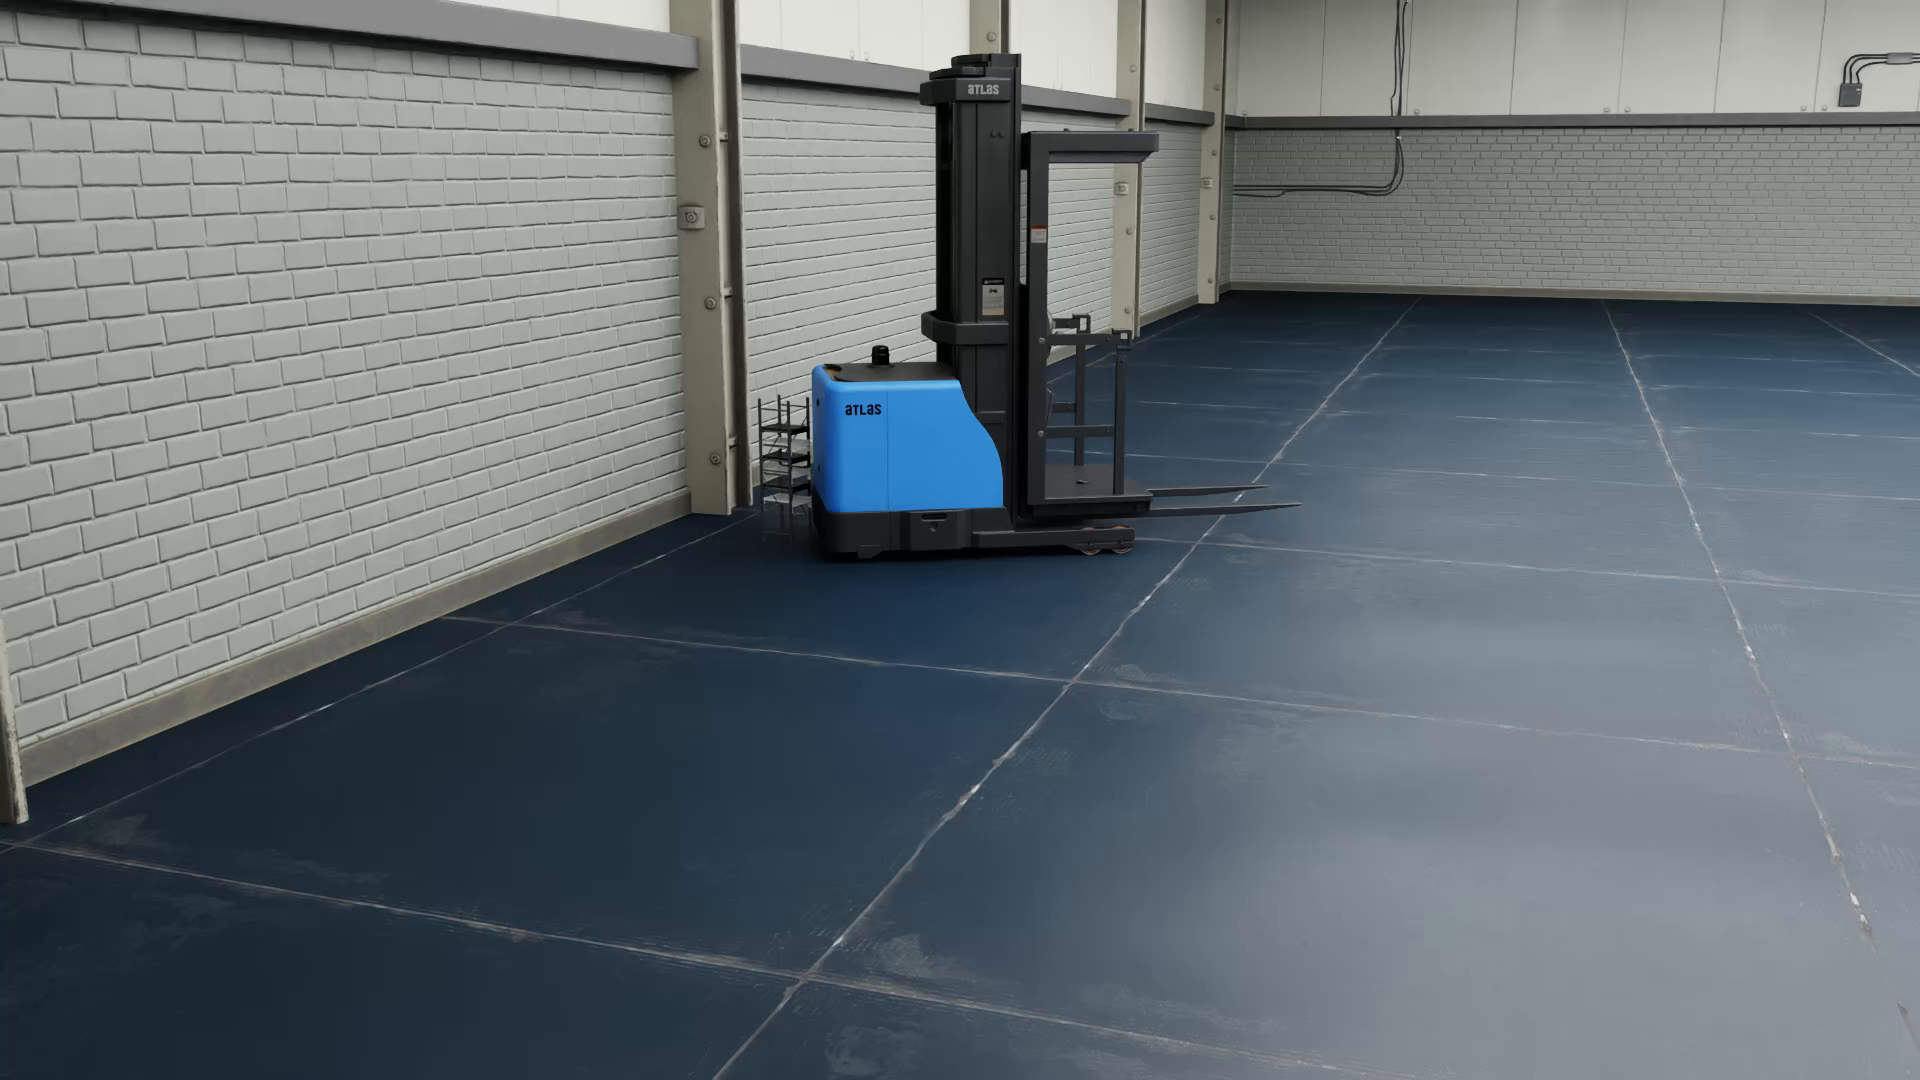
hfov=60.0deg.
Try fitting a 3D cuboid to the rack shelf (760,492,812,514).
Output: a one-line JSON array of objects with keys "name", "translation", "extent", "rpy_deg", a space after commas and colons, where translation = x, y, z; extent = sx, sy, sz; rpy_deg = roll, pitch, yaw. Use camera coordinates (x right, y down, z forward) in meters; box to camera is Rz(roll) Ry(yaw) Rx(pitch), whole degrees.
[{"name": "rack shelf", "translation": [-1.093, -0.234, 10.451], "extent": [0.258, 0.077, 0.200], "rpy_deg": [7, 15, 29]}]

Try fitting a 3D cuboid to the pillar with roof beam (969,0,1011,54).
[{"name": "pillar with roof beam", "translation": [4.366, -5.559, 14.623], "extent": [9.100, 9.000, 0.400], "rpy_deg": [4, 14, 18]}]

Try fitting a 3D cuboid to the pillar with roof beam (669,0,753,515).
[{"name": "pillar with roof beam", "translation": [2.425, -4.296, 9.088], "extent": [9.100, 9.000, 0.400], "rpy_deg": [4, 14, 18]}]

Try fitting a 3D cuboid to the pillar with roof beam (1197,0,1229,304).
[{"name": "pillar with roof beam", "translation": [8.249, -8.086, 25.693], "extent": [9.100, 9.000, 0.400], "rpy_deg": [4, 14, 18]}]

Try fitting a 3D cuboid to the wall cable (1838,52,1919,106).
[{"name": "wall cable", "translation": [15.358, -9.892, 25.963], "extent": [2.305, 6.003, 0.169], "rpy_deg": [4, 14, 18]}]

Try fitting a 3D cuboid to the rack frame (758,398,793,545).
[{"name": "rack frame", "translation": [-1.145, -0.423, 10.318], "extent": [0.240, 0.900, 0.006], "rpy_deg": [7, 15, 29]}]

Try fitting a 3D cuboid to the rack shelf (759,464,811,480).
[{"name": "rack shelf", "translation": [-1.093, -0.410, 10.411], "extent": [0.258, 0.077, 0.200], "rpy_deg": [7, 15, 29]}]

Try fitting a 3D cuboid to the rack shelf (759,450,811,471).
[{"name": "rack shelf", "translation": [-1.093, -0.498, 10.391], "extent": [0.258, 0.077, 0.200], "rpy_deg": [7, 15, 29]}]

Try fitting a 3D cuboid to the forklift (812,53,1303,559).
[{"name": "forklift", "translation": [0.614, -1.453, 10.267], "extent": [3.031, 2.935, 1.130], "rpy_deg": [-2, 13, -10]}]

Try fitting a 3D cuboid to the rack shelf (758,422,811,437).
[{"name": "rack shelf", "translation": [-1.093, -0.673, 10.351], "extent": [0.258, 0.077, 0.200], "rpy_deg": [7, 15, 29]}]

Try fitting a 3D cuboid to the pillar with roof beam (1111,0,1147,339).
[{"name": "pillar with roof beam", "translation": [6.308, -6.823, 20.158], "extent": [9.100, 9.000, 0.400], "rpy_deg": [4, 14, 18]}]

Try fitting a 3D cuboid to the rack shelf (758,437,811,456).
[{"name": "rack shelf", "translation": [-1.093, -0.585, 10.371], "extent": [0.258, 0.077, 0.200], "rpy_deg": [7, 15, 29]}]

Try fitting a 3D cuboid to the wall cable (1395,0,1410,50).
[{"name": "wall cable", "translation": [8.940, -9.675, 28.281], "extent": [3.097, 2.526, 0.112], "rpy_deg": [4, 14, 18]}]

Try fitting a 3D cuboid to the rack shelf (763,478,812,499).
[{"name": "rack shelf", "translation": [-1.093, -0.322, 10.431], "extent": [0.258, 0.077, 0.200], "rpy_deg": [7, 15, 29]}]

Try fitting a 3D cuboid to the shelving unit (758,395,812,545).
[{"name": "shelving unit", "translation": [-1.093, -0.442, 10.404], "extent": [0.258, 0.900, 0.210], "rpy_deg": [7, 15, 29]}]

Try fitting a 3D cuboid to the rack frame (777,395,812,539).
[{"name": "rack frame", "translation": [-1.042, -0.462, 10.490], "extent": [0.240, 0.900, 0.006], "rpy_deg": [7, 15, 29]}]

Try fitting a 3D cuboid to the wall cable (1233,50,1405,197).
[{"name": "wall cable", "translation": [6.380, -7.407, 29.697], "extent": [3.097, 2.526, 0.112], "rpy_deg": [4, 14, 18]}]
